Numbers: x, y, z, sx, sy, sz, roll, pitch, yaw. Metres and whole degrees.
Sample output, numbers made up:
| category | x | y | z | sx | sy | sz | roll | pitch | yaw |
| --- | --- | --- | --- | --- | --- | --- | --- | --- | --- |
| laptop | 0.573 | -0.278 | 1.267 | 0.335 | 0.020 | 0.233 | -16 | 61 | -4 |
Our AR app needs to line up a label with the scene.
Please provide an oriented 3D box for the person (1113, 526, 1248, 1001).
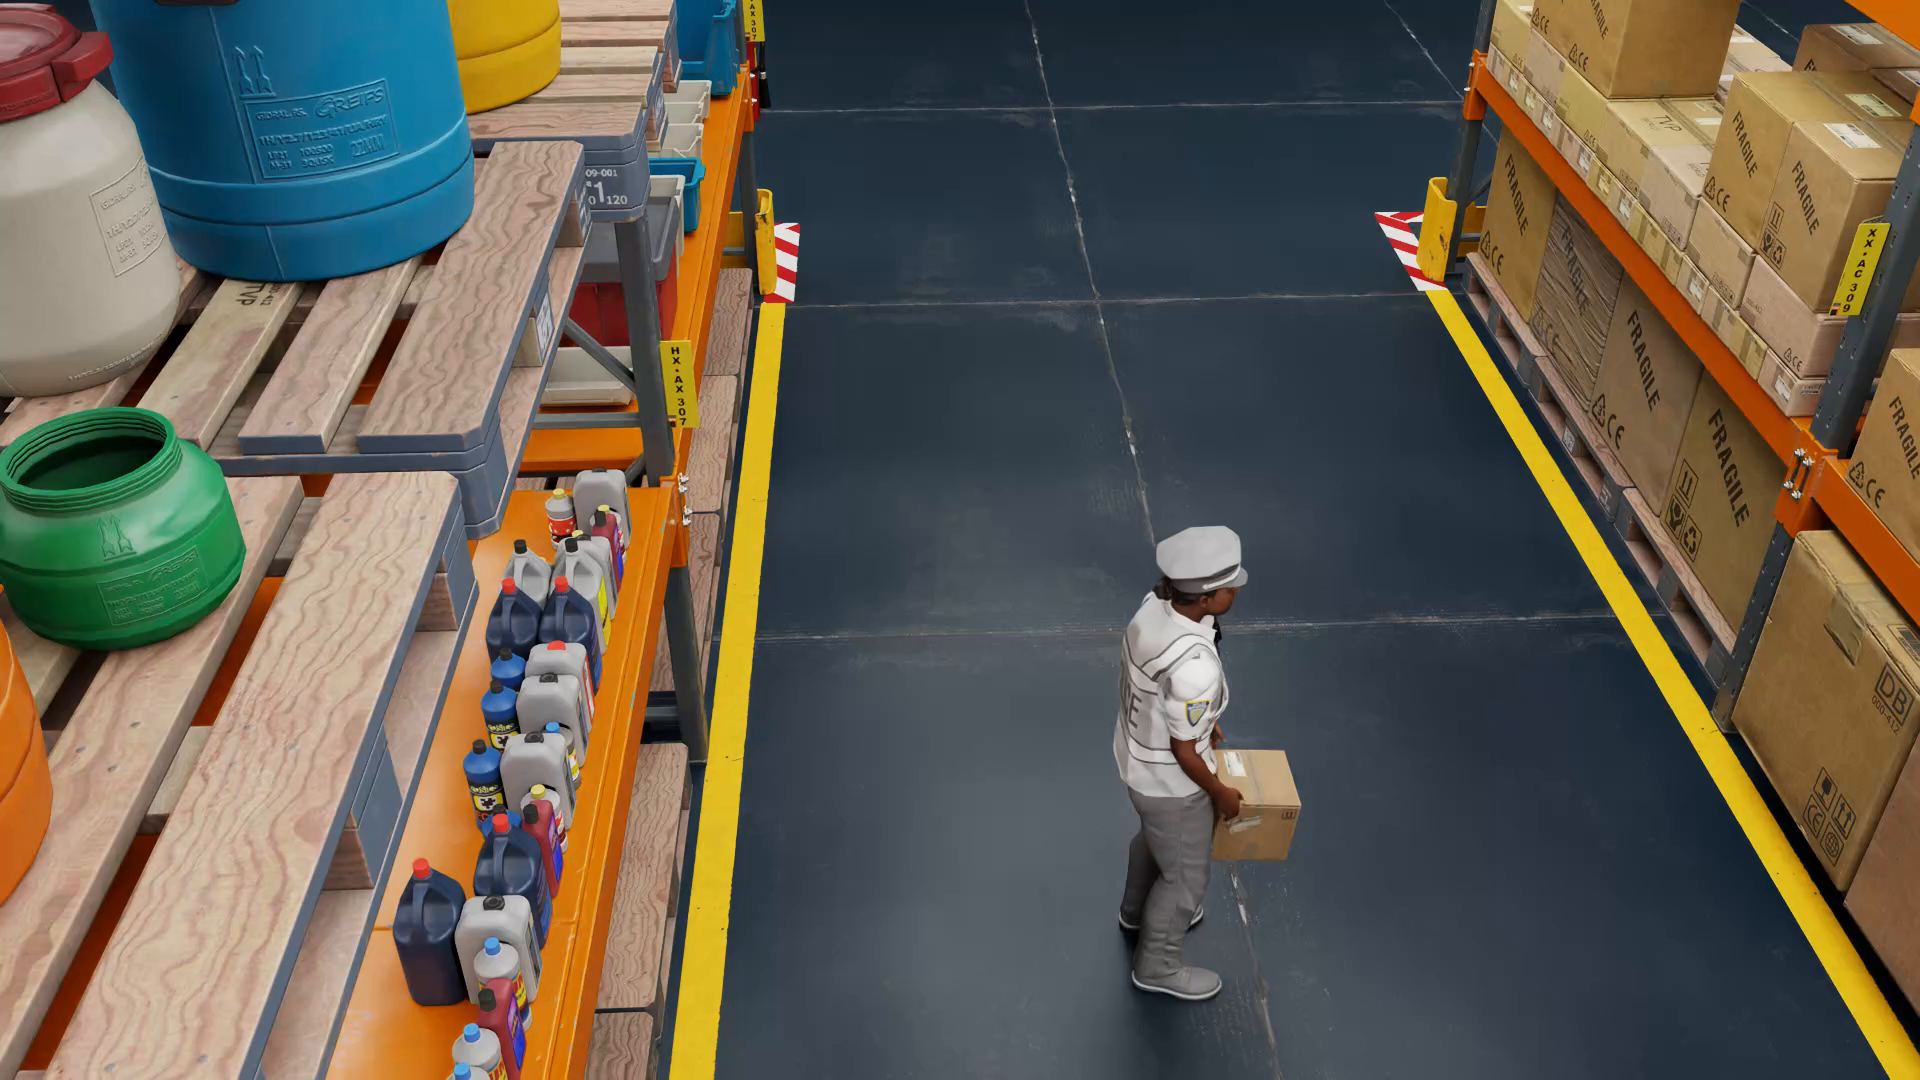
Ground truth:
| category | x | y | z | sx | sy | sz | roll | pitch | yaw |
| --- | --- | --- | --- | --- | --- | --- | --- | --- | --- |
| person | 0.669 | 0.695 | 5.156 | 0.377 | 1.676 | 0.488 | -2 | 36 | -3 |
